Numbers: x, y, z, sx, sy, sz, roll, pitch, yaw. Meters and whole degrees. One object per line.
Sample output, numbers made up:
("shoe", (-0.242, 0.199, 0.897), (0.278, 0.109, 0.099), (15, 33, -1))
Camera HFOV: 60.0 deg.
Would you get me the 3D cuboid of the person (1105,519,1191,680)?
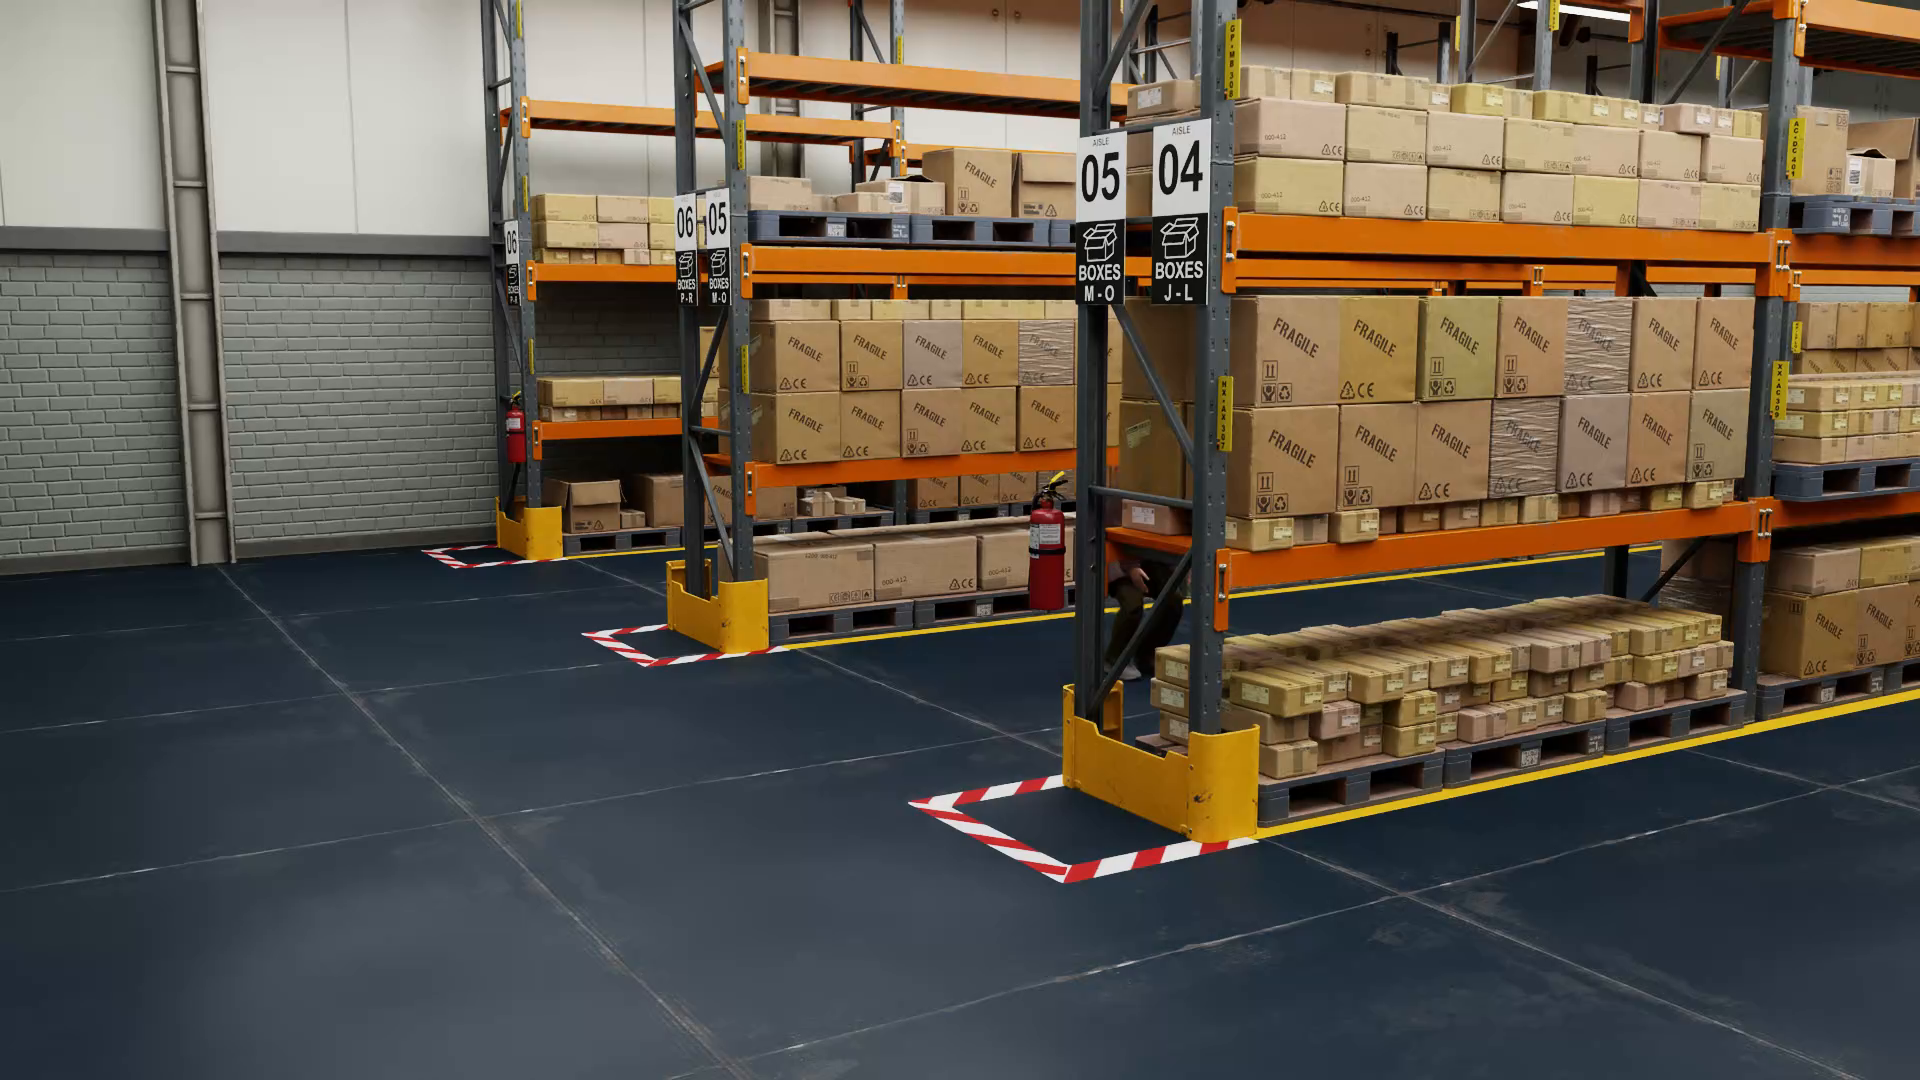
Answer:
("person", (1.226, 0.261, 10.846), (0.630, 1.270, 0.792), (-5, 9, -31))
